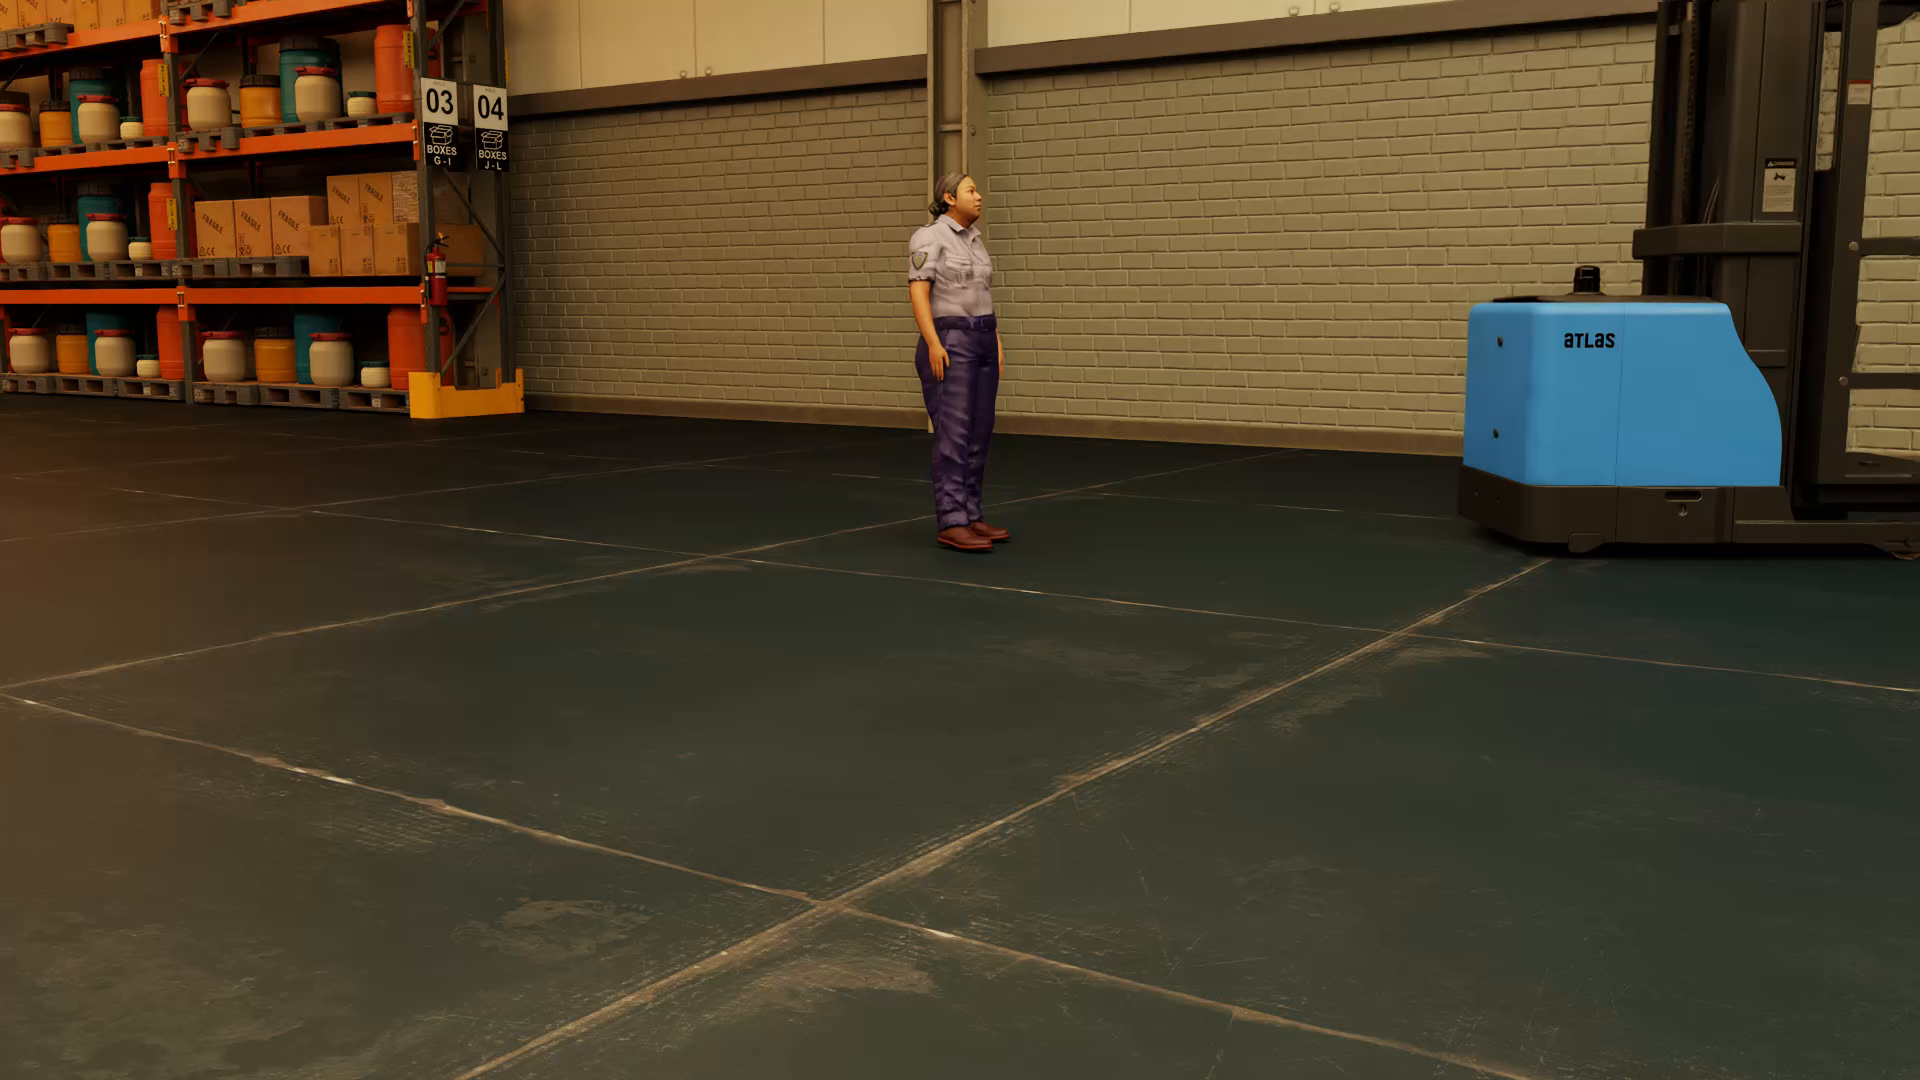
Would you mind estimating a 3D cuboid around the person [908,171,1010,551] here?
[{"bbox_3d":[0.062,-0.810,7.419,0.503,1.642,0.599,5,10,34],"label":"person"}]

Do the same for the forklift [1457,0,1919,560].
[{"bbox_3d":[3.894,-1.442,7.330,3.031,2.935,1.130,0,8,0],"label":"forklift"}]
